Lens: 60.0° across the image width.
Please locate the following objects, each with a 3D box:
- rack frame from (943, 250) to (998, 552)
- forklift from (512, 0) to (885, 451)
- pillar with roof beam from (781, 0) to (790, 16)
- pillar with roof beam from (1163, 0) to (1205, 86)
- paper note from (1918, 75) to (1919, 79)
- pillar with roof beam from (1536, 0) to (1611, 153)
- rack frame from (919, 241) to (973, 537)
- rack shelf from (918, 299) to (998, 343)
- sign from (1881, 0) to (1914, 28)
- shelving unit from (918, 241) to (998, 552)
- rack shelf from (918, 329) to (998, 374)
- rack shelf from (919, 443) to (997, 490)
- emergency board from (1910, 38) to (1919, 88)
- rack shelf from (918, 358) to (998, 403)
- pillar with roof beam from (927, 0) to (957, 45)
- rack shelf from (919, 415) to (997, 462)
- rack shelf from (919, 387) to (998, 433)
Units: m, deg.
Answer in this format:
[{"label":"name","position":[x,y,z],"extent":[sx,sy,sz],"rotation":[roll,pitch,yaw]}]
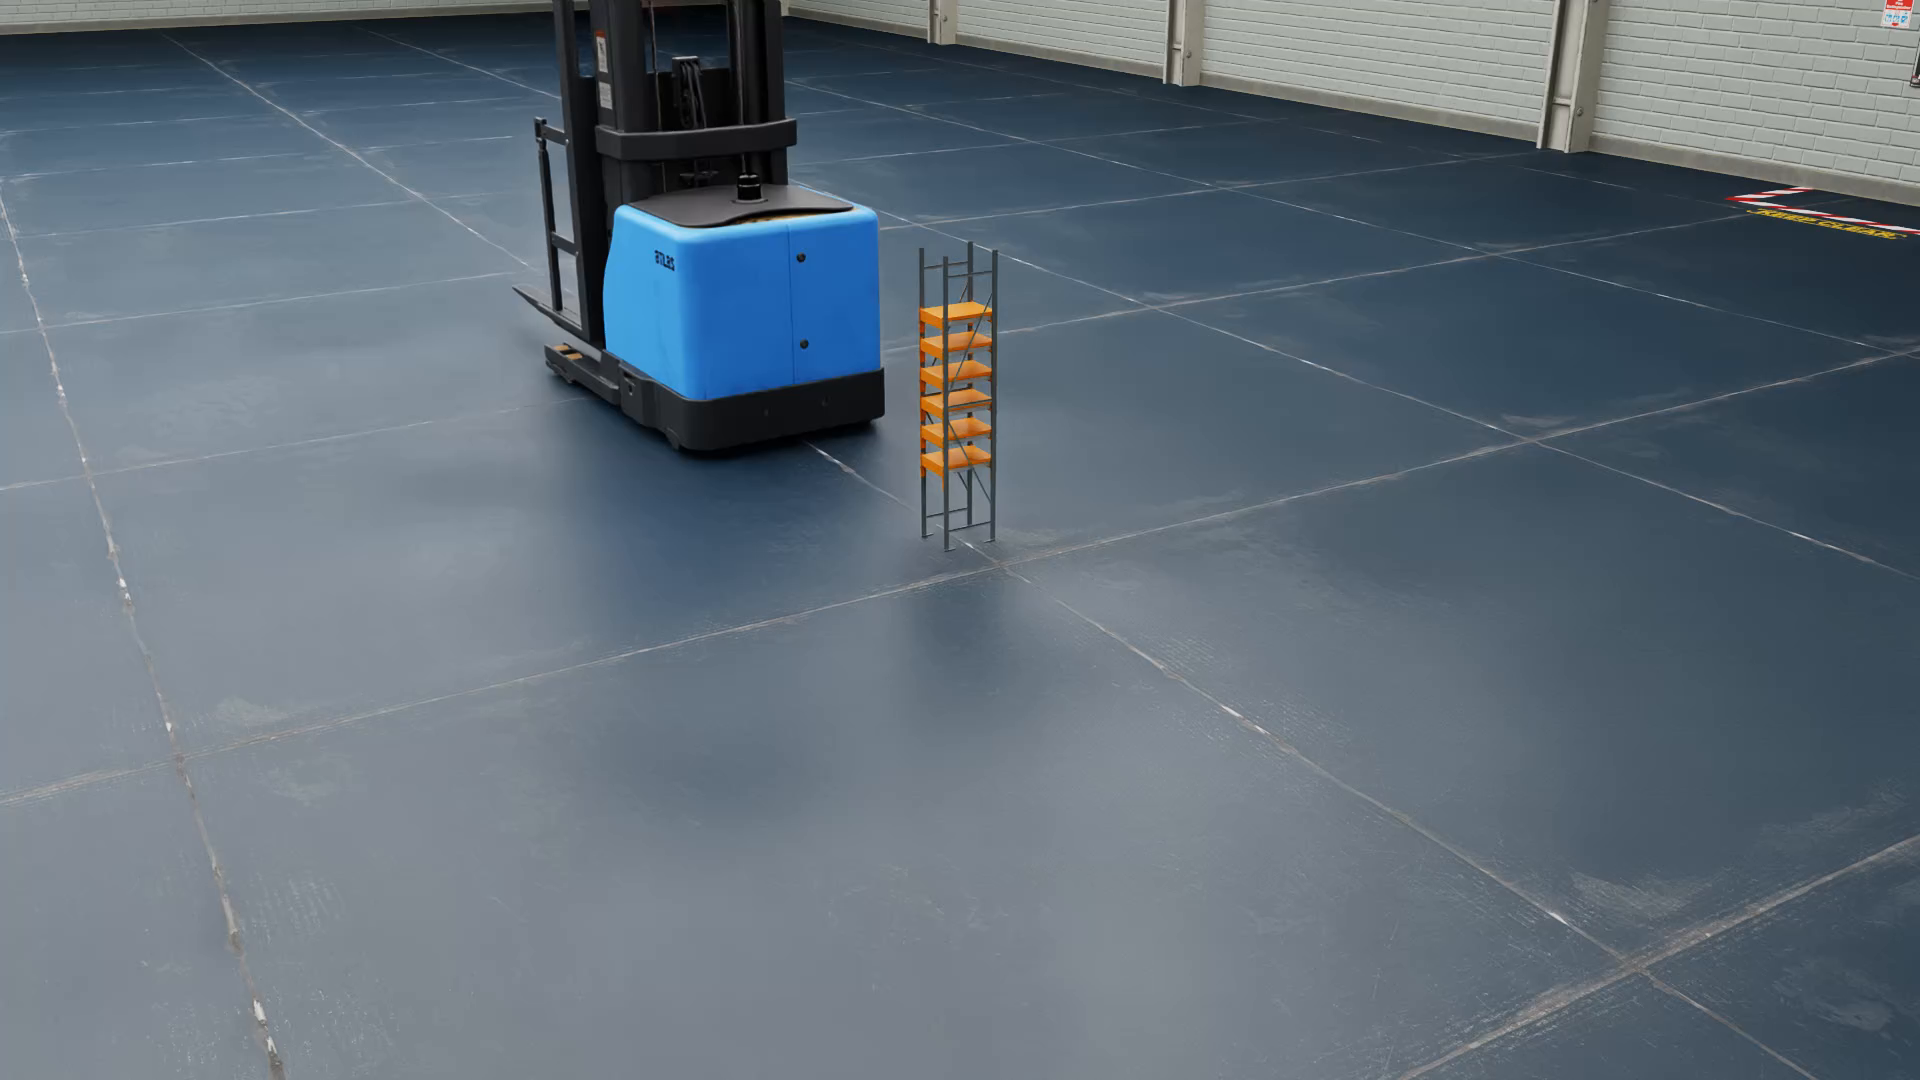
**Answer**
[{"label":"rack frame","position":[0.039,-0.531,6.524],"extent":[0.240,1.200,0.006],"rotation":[-13,25,-28]},{"label":"forklift","position":[-1.587,-2.270,8.505],"extent":[1.130,2.935,3.031],"rotation":[-14,26,-30]},{"label":"pillar with roof beam","position":[-7.037,-12.966,26.761],"extent":[9.100,9.000,0.400],"rotation":[-13,25,-28]},{"label":"pillar with roof beam","position":[-0.907,-9.082,17.204],"extent":[9.100,9.000,0.400],"rotation":[-13,25,-28]},{"label":"paper note","position":[7.663,-3.716,13.140],"extent":[0.016,0.148,0.142],"rotation":[-13,25,-28]},{"label":"pillar with roof beam","position":[2.157,-7.139,12.426],"extent":[9.100,9.000,0.400],"rotation":[-13,25,-28]},{"label":"rack frame","position":[-0.054,-0.590,6.670],"extent":[0.240,1.200,0.006],"rotation":[-13,25,-28]},{"label":"rack shelf","position":[-0.007,-0.853,6.478],"extent":[0.258,0.103,0.180],"rotation":[-13,25,-28]},{"label":"sign","position":[7.500,-4.269,13.283],"extent":[0.001,0.329,0.234],"rotation":[-13,25,-28]},{"label":"shelving unit","position":[-0.007,-0.561,6.597],"extent":[0.258,1.200,0.189],"rotation":[-13,25,-28]},{"label":"rack shelf","position":[-0.007,-0.742,6.523],"extent":[0.258,0.103,0.180],"rotation":[-13,25,-28]},{"label":"rack shelf","position":[-0.007,-0.297,6.704],"extent":[0.258,0.103,0.180],"rotation":[-13,25,-28]},{"label":"emergency board","position":[7.705,-4.060,12.816],"extent":[0.157,1.169,0.626],"rotation":[-13,25,-28]},{"label":"rack shelf","position":[-0.007,-0.631,6.569],"extent":[0.258,0.103,0.180],"rotation":[-13,25,-28]},{"label":"pillar with roof beam","position":[-3.972,-11.024,21.983],"extent":[9.100,9.000,0.400],"rotation":[-13,25,-28]},{"label":"rack shelf","position":[-0.007,-0.408,6.659],"extent":[0.258,0.103,0.180],"rotation":[-13,25,-28]},{"label":"rack shelf","position":[-0.007,-0.519,6.614],"extent":[0.258,0.103,0.180],"rotation":[-13,25,-28]}]
